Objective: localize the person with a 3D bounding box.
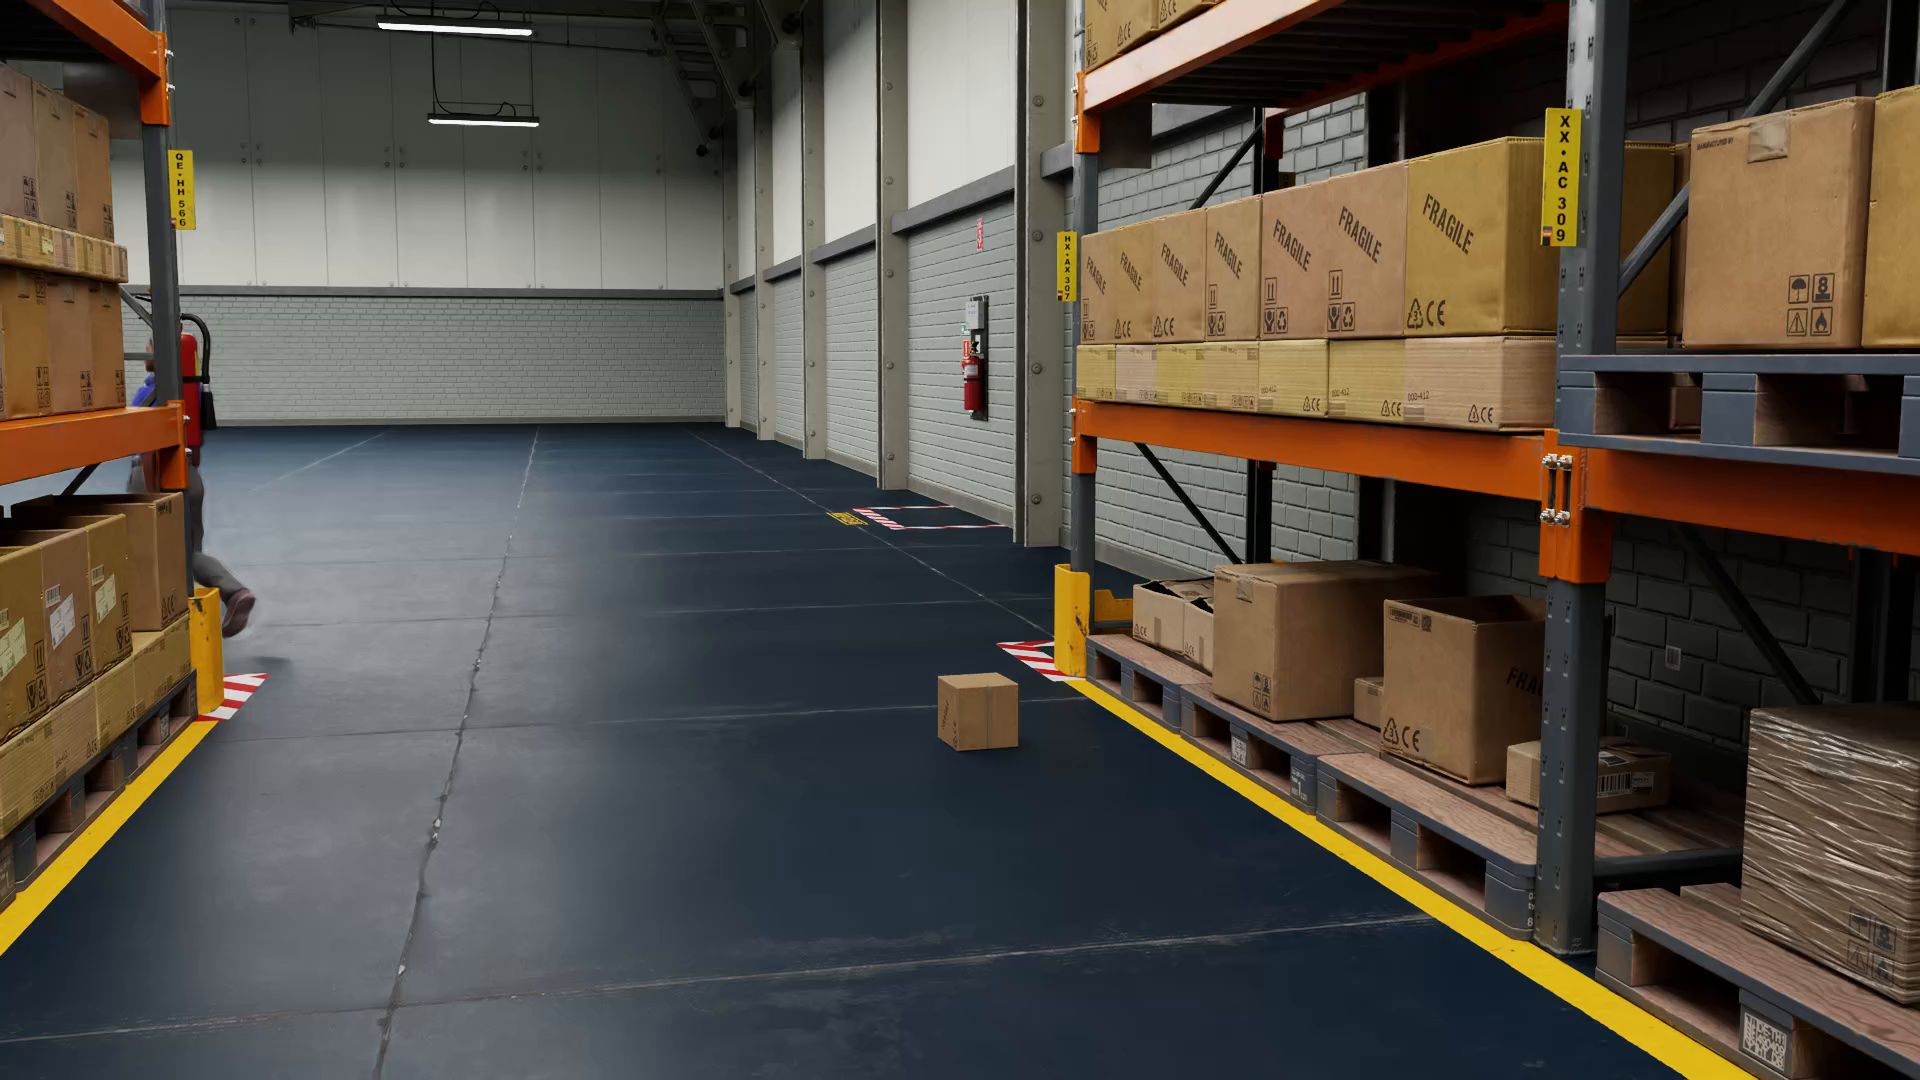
[{"bbox_3d":[-4.008,-0.245,8.447,0.737,1.602,0.435,3,7,22],"label":"person"}]
